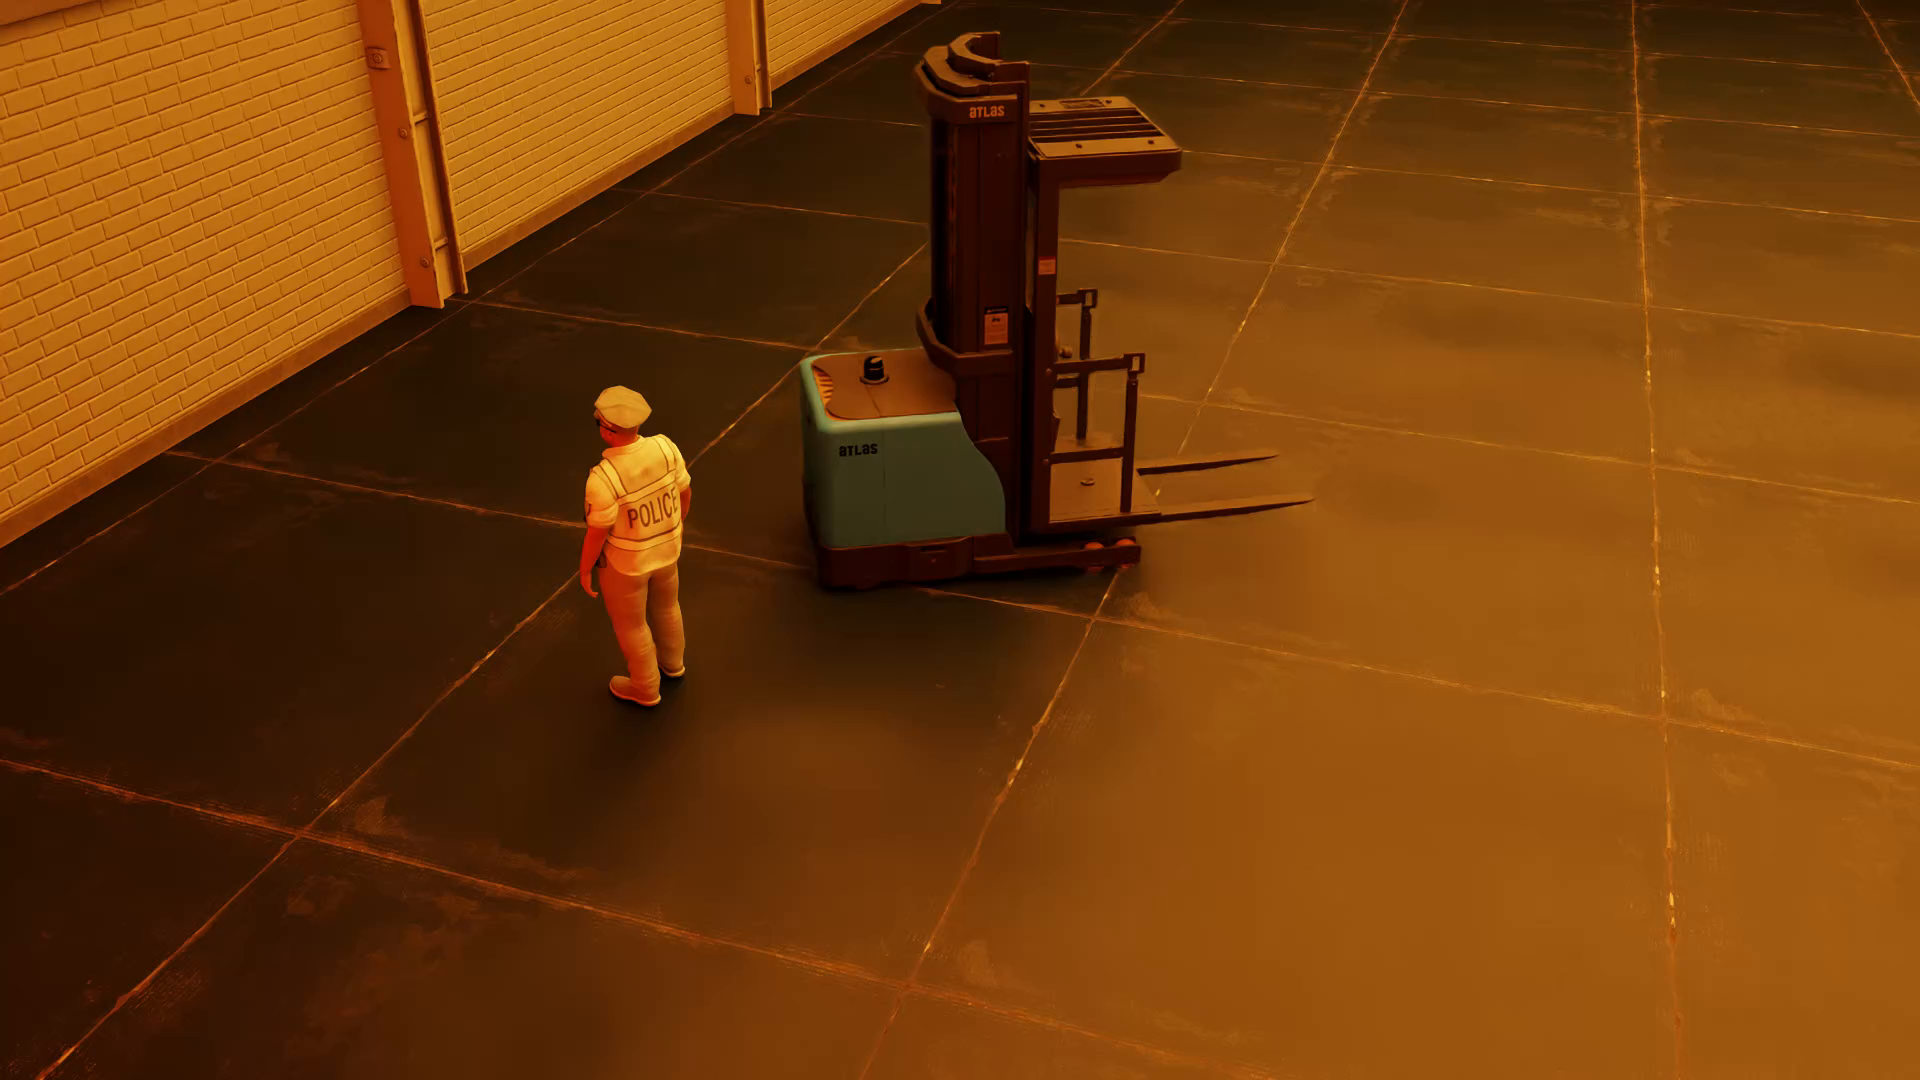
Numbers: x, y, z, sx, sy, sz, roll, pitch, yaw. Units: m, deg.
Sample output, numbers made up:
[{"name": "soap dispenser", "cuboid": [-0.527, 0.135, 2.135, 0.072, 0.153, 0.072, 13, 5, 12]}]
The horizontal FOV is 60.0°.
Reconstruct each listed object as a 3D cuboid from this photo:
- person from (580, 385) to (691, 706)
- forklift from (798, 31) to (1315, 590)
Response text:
[{"name": "person", "cuboid": [-1.649, 0.022, 8.243, 0.577, 1.781, 0.638, 25, 38, 37]}, {"name": "forklift", "cuboid": [0.603, -1.341, 9.489, 3.031, 2.935, 1.130, -6, 30, -10]}]
